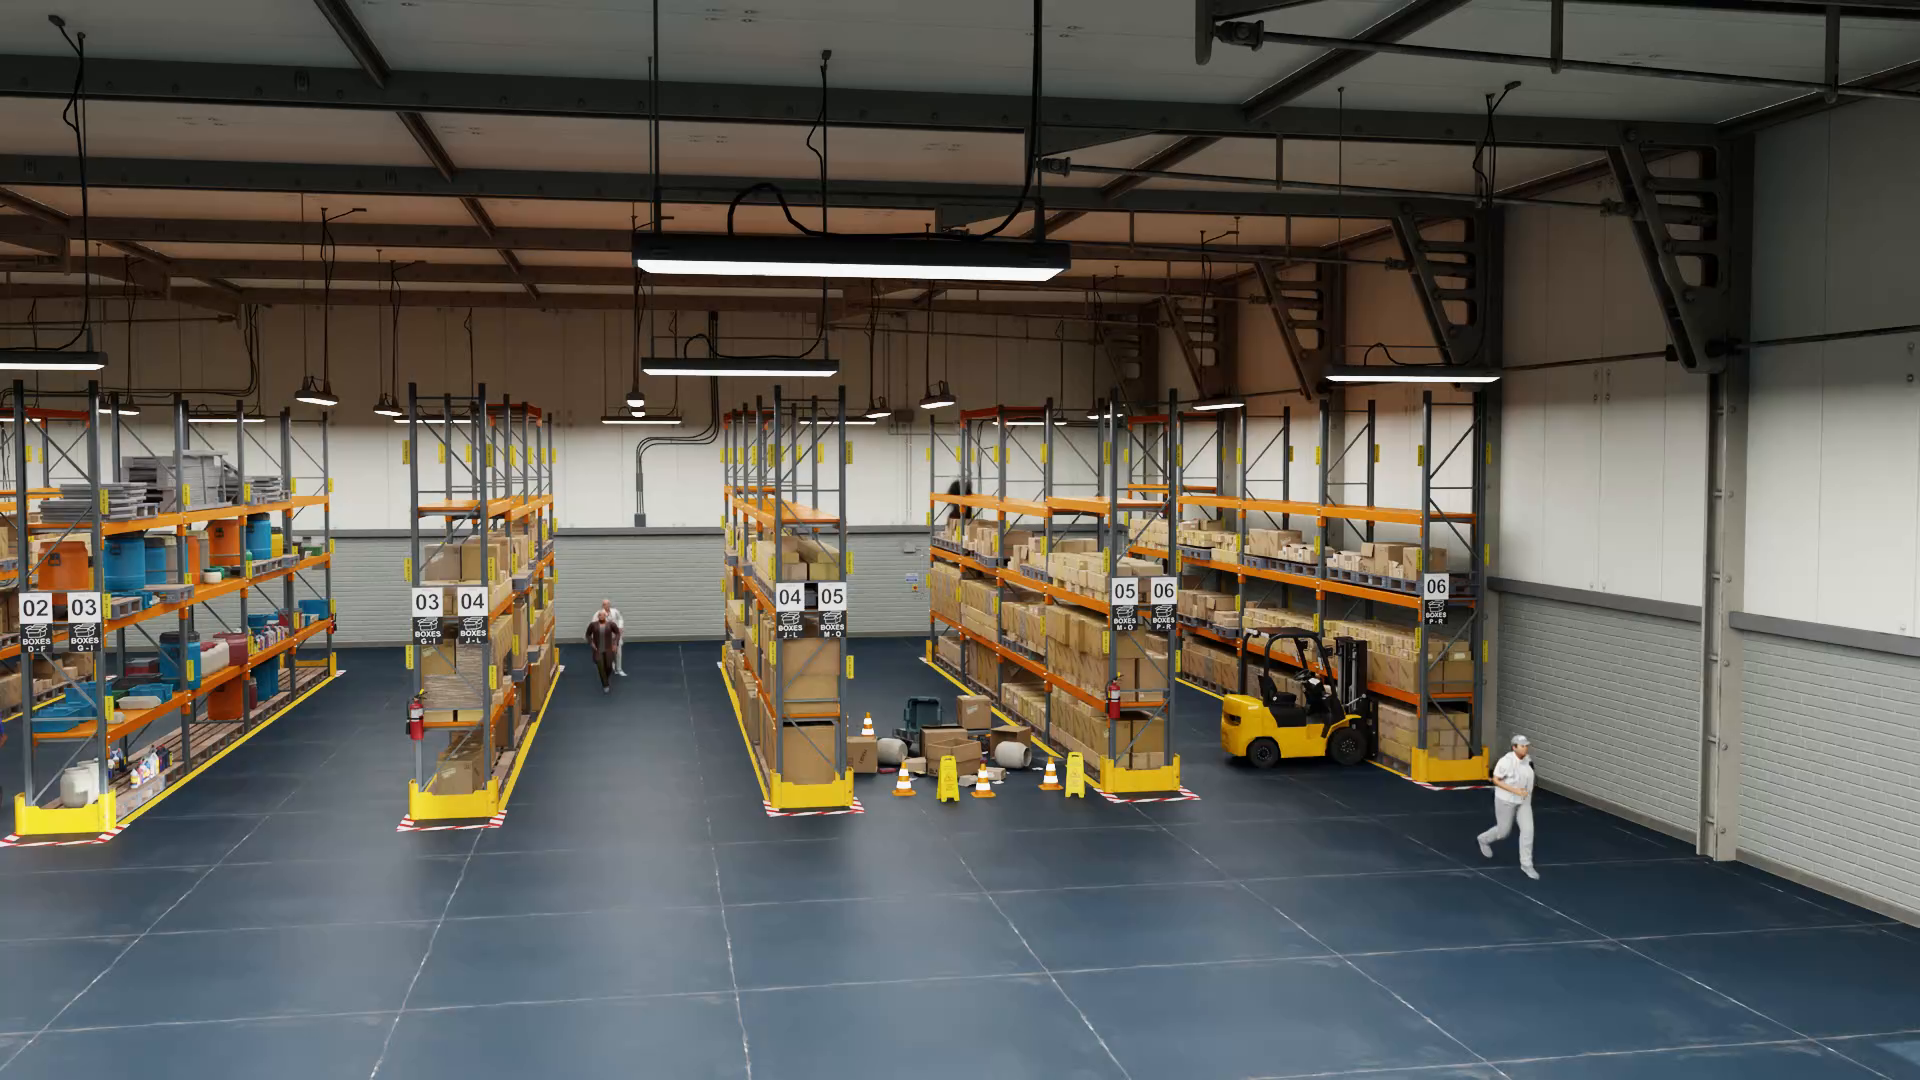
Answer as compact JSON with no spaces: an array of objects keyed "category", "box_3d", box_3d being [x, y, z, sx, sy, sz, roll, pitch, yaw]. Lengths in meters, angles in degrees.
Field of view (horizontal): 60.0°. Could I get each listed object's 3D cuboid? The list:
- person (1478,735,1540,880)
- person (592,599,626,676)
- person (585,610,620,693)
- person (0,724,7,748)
[{"category":"person","box_3d":[6.652,3.165,20.057,0.628,1.669,0.967,-1,3,-26]},{"category":"person","box_3d":[-8.052,2.220,38.041,0.768,1.746,0.890,-1,3,-25]},{"category":"person","box_3d":[-7.603,2.352,35.356,0.711,1.737,0.615,-1,3,-10]},{"category":"person","box_3d":[-13.447,3.028,22.833,0.565,1.613,0.548,-1,3,-19]}]
